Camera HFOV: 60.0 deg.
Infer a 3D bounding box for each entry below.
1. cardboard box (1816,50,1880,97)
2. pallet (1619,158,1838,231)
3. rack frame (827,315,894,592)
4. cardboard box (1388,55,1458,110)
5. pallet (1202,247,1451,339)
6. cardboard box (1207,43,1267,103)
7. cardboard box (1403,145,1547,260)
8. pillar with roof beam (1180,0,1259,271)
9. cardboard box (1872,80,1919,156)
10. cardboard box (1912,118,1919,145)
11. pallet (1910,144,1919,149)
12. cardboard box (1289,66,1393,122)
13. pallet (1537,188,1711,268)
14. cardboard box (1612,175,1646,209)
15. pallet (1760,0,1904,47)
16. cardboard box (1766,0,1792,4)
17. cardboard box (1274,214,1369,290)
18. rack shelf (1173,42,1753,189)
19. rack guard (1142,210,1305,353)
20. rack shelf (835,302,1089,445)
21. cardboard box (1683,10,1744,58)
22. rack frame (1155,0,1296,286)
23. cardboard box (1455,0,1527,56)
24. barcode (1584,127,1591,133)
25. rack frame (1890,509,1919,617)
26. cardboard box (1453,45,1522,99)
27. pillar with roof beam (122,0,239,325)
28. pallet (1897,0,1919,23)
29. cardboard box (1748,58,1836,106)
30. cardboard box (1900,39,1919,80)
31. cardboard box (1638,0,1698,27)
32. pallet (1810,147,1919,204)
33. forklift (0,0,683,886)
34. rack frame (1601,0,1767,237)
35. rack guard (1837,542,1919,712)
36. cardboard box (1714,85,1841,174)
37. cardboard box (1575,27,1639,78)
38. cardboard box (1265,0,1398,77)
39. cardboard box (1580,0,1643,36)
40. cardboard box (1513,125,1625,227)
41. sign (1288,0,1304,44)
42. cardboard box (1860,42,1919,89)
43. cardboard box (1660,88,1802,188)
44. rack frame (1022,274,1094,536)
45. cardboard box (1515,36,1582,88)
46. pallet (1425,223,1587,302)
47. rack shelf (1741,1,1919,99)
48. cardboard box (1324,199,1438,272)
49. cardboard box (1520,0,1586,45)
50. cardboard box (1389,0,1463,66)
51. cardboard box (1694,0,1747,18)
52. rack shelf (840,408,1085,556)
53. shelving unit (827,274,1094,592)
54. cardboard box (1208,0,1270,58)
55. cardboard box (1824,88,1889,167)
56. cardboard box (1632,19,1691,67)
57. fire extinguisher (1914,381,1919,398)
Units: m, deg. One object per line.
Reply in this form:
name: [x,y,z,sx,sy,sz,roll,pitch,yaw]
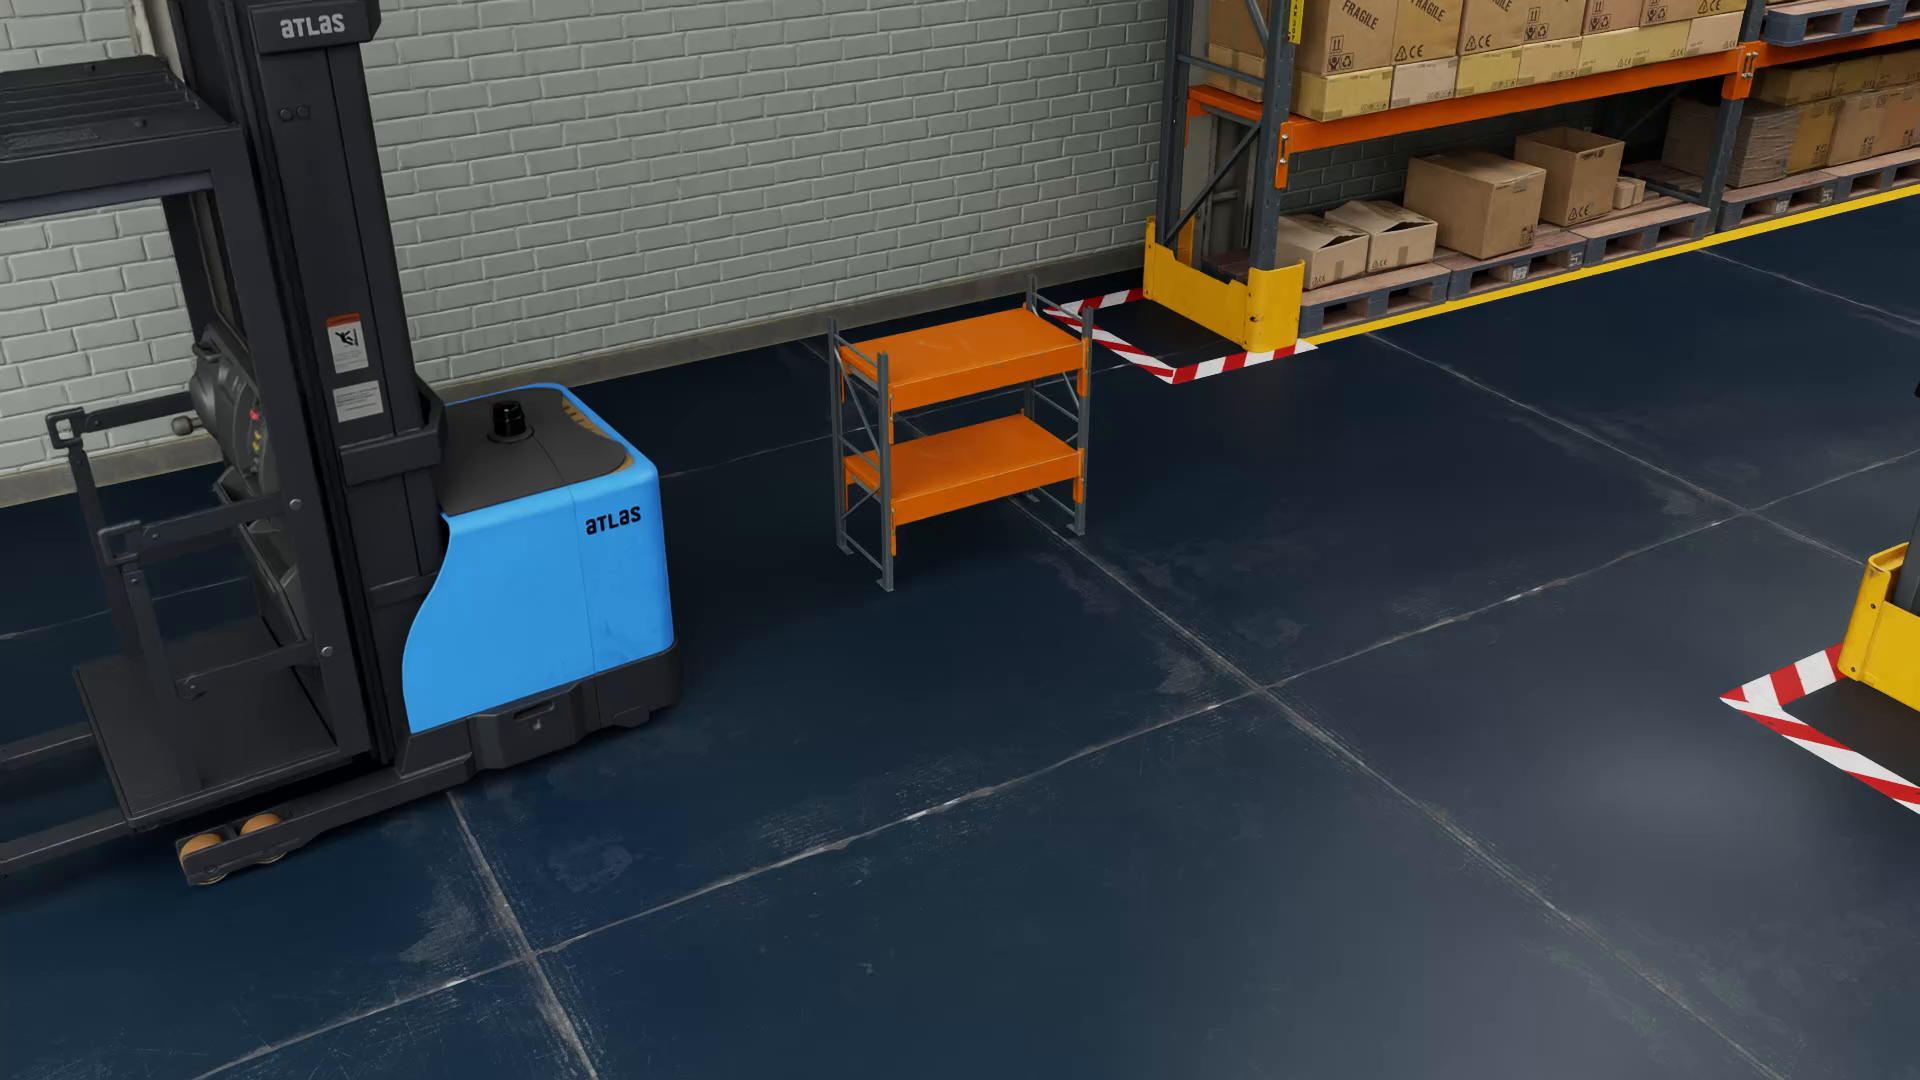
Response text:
cardboard box: [6.414,-3.493,12.331,0.500,0.250,0.500,-17,33,-28]
pallet: [5.633,-2.612,12.264,1.213,0.211,1.003,-16,33,-26]
rack frame: [-0.432,-0.370,7.256,0.032,1.125,0.500,-16,33,-26]
cardboard box: [2.536,-2.725,9.719,0.500,0.250,0.500,-17,33,-28]
pallet: [2.298,-1.644,10.511,1.213,0.211,1.003,-16,33,-26]
cardboard box: [1.819,-2.800,9.855,0.500,0.250,0.500,-15,32,-26]
cardboard box: [3.306,-2.191,10.747,0.500,0.500,0.700,-18,34,-29]
pillar with roof beam: [3.860,-4.027,5.734,0.400,9.000,9.100,-16,33,-26]
cardboard box: [6.900,-3.310,12.774,0.500,0.500,0.700,-16,33,-27]
cardboard box: [7.314,-3.443,13.016,0.500,0.500,0.700,-16,33,-26]
pallet: [7.737,-3.209,13.346,1.213,0.211,1.003,-16,33,-26]
cardboard box: [2.096,-2.592,9.478,0.500,0.250,0.500,-17,33,-28]
pallet: [4.402,-2.241,11.593,1.213,0.211,1.003,-16,33,-26]
cardboard box: [4.517,-2.450,11.562,0.250,0.166,0.380,-21,35,-33]
pallet: [5.696,-3.684,11.519,1.213,0.211,1.003,-16,33,-26]
cardboard box: [5.419,-3.988,11.313,0.500,0.500,0.700,-16,33,-26]
cardboard box: [2.156,-1.809,10.252,0.500,0.311,0.500,-20,35,-32]
rack shelf: [3.239,-2.837,10.530,4.000,0.370,1.077,-16,33,-26]
rack guard: [1.580,-1.586,10.107,0.348,0.500,1.175,-16,33,-26]
rack shelf: [0.006,-0.750,7.340,1.000,0.278,0.538,-16,33,-26]
cardboard box: [4.708,-3.342,10.836,0.500,0.250,0.500,-16,33,-26]
rack frame: [1.514,-2.662,9.469,0.127,3.000,1.000,-16,33,-26]
cardboard box: [2.958,-3.166,9.741,0.500,0.500,0.500,-17,33,-28]
barcode: [4.376,-2.847,11.606,0.075,0.075,0.001,-16,33,-26]
rack frame: [4.027,-0.599,5.732,0.127,3.000,1.000,-16,33,-26]
cardboard box: [2.978,-2.848,9.940,0.500,0.250,0.500,-16,33,-27]
pillar with roof beam: [-1.313,-2.558,3.072,0.400,9.000,9.100,-16,33,-26]
pallet: [6.726,-4.035,12.155,1.213,0.211,1.003,-16,33,-26]
cardboard box: [5.967,-3.364,12.097,0.500,0.250,0.500,-17,33,-27]
cardboard box: [7.294,-3.736,12.770,0.500,0.250,0.500,-15,32,-25]
cardboard box: [4.285,-3.544,10.425,0.500,0.500,0.500,-16,33,-27]
pallet: [6.686,-2.912,12.809,1.213,0.211,1.003,-16,33,-26]
forklift: [-2.595,-0.408,5.457,3.031,2.935,1.130,-18,34,-29]
rack frame: [4.963,-3.641,11.244,0.127,3.000,1.000,-16,33,-26]
rack guard: [4.006,0.501,6.325,0.348,0.500,1.175,-16,33,-26]
cardboard box: [6.009,-3.074,12.347,0.500,0.500,0.700,-17,33,-27]
cardboard box: [3.848,-3.094,10.387,0.500,0.250,0.500,-16,33,-27]
cardboard box: [2.078,-2.925,9.305,0.500,0.500,0.500,-16,33,-26]
cardboard box: [3.845,-3.425,10.210,0.500,0.500,0.500,-17,33,-28]
cardboard box: [4.088,-2.469,11.251,0.500,0.500,0.500,-19,34,-30]
sign: [1.789,-2.815,8.851,0.005,0.325,0.100,-16,33,-26]
cardboard box: [6.853,-3.608,12.538,0.500,0.250,0.500,-16,33,-27]
cardboard box: [5.589,-2.927,12.080,0.500,0.500,0.700,-15,32,-25]
rack frame: [0.444,-0.619,7.707,0.032,1.125,0.500,-16,33,-26]
cardboard box: [3.415,-2.971,10.163,0.500,0.250,0.500,-16,32,-26]
pallet: [3.349,-1.941,11.048,1.213,0.211,1.003,-16,33,-26]
rack shelf: [6.687,-3.816,12.305,4.000,0.370,1.077,-16,33,-26]
cardboard box: [2.648,-1.949,10.505,0.500,0.311,0.500,-13,31,-22]
cardboard box: [3.397,-3.297,9.979,0.500,0.500,0.500,-15,32,-25]
cardboard box: [2.509,-3.042,9.516,0.500,0.500,0.500,-16,33,-26]
cardboard box: [4.712,-3.668,10.651,0.500,0.500,0.500,-16,33,-26]
rack shelf: [0.006,-0.280,7.599,1.000,0.278,0.538,-16,33,-26]
shelving unit: [0.006,-0.494,7.481,1.048,1.125,0.538,-16,33,-26]
cardboard box: [1.813,-3.138,9.689,0.500,0.500,0.500,-16,33,-27]
cardboard box: [6.470,-3.182,12.543,0.500,0.500,0.700,-15,32,-26]
cardboard box: [4.274,-3.224,10.621,0.500,0.250,0.500,-16,33,-26]
fire extinguisher: [3.690,-0.730,6.049,0.183,0.674,0.296,-16,33,-26]
